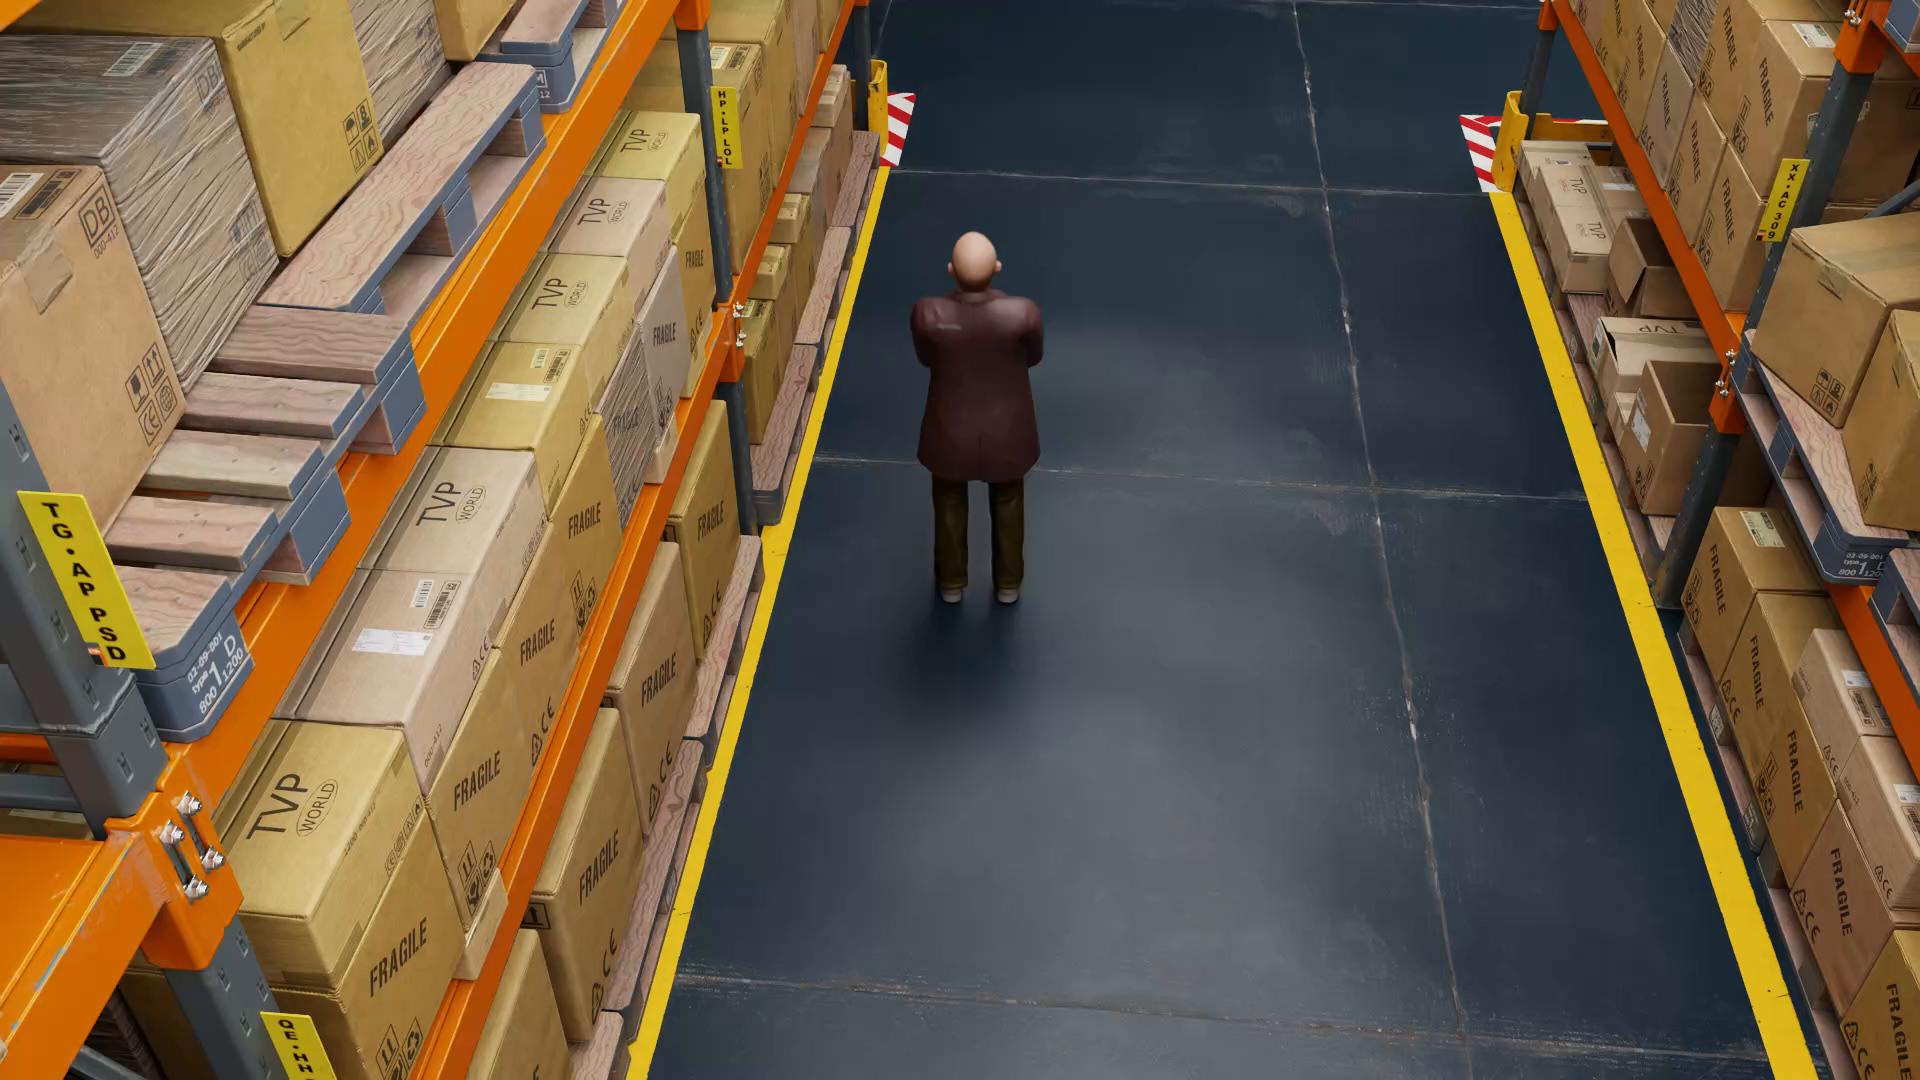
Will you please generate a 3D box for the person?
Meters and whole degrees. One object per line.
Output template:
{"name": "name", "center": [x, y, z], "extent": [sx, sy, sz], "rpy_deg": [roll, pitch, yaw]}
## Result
{"name": "person", "center": [0.071, -0.554, 6.843], "extent": [0.530, 1.769, 0.563], "rpy_deg": [0, 40, 0]}
